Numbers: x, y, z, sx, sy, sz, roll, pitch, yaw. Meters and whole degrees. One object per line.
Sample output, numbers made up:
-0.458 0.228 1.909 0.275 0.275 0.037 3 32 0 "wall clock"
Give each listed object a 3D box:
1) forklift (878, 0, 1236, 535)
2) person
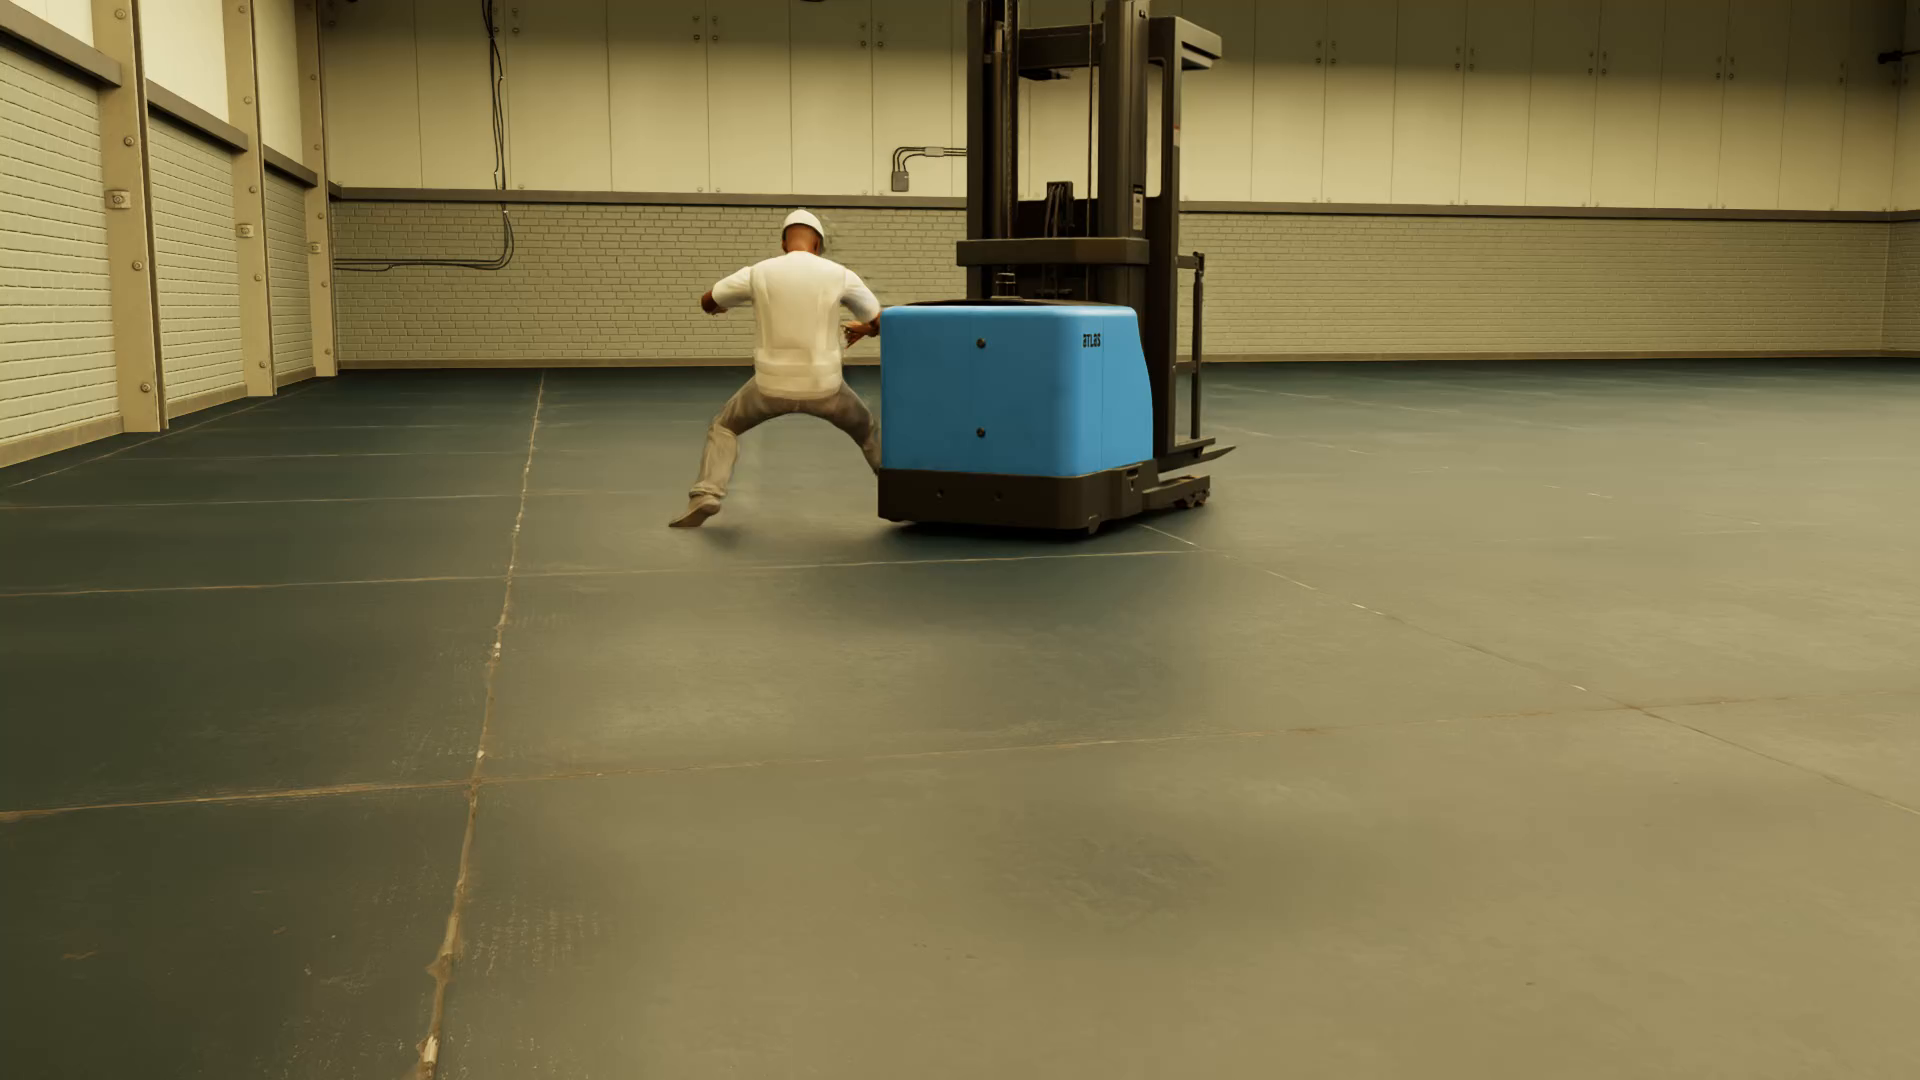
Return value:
0.718 -1.641 8.859 1.130 2.935 3.031 4 9 26 "forklift"
-0.802 -0.842 8.263 1.245 1.560 0.733 0 8 1 "person"
